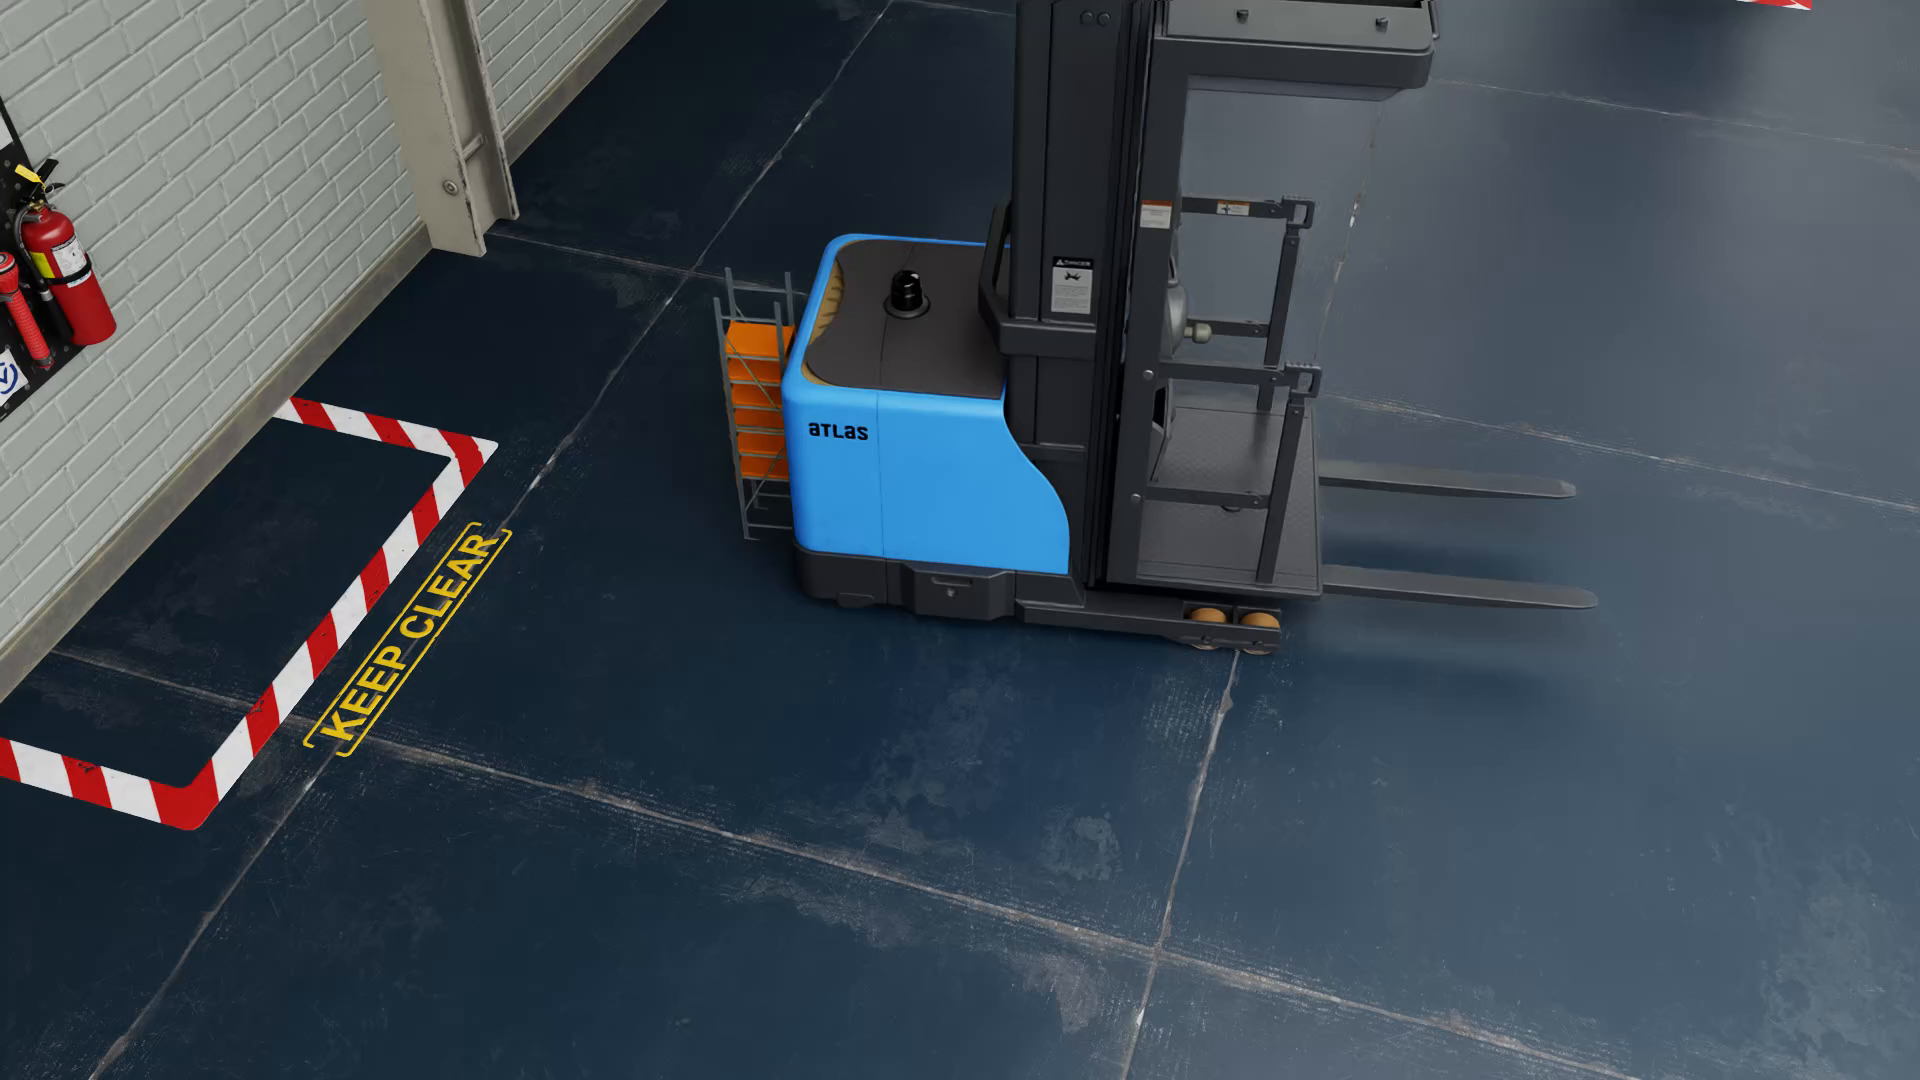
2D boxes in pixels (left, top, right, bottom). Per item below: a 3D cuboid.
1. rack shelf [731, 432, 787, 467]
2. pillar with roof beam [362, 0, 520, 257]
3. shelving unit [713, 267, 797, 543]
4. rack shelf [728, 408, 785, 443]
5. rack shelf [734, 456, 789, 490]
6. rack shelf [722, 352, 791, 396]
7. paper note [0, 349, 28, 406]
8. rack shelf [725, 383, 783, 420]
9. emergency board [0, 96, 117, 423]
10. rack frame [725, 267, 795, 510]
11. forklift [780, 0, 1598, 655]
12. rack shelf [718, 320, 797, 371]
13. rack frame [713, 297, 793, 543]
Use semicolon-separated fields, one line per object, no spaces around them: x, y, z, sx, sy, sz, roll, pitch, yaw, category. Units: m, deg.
-0.745;-0.369;6.504;0.258;0.103;0.180;5;45;5;rack shelf
1.665;-3.859;4.259;9.100;9.000;0.400;13;46;13;pillar with roof beam
-0.746;-0.487;6.389;0.258;1.200;0.189;5;45;5;shelving unit
-0.746;-0.455;6.420;0.258;0.103;0.180;5;45;5;rack shelf
-0.745;-0.284;6.588;0.258;0.103;0.180;5;45;5;rack shelf
-0.746;-0.627;6.253;0.258;0.103;0.180;5;45;5;rack shelf
-3.342;-0.569;5.817;0.016;0.148;0.142;13;46;13;paper note
-0.746;-0.541;6.337;0.258;0.103;0.180;5;45;5;rack shelf
-3.223;-0.987;5.614;0.194;1.169;0.643;13;46;13;emergency board
-0.734;-0.550;6.454;0.240;1.200;0.006;5;45;5;rack frame
0.914;-1.011;5.687;3.031;2.935;1.130;5;45;5;forklift
-0.746;-0.713;6.169;0.258;0.103;0.180;5;45;5;rack shelf
-0.757;-0.423;6.324;0.240;1.200;0.006;5;45;5;rack frame
